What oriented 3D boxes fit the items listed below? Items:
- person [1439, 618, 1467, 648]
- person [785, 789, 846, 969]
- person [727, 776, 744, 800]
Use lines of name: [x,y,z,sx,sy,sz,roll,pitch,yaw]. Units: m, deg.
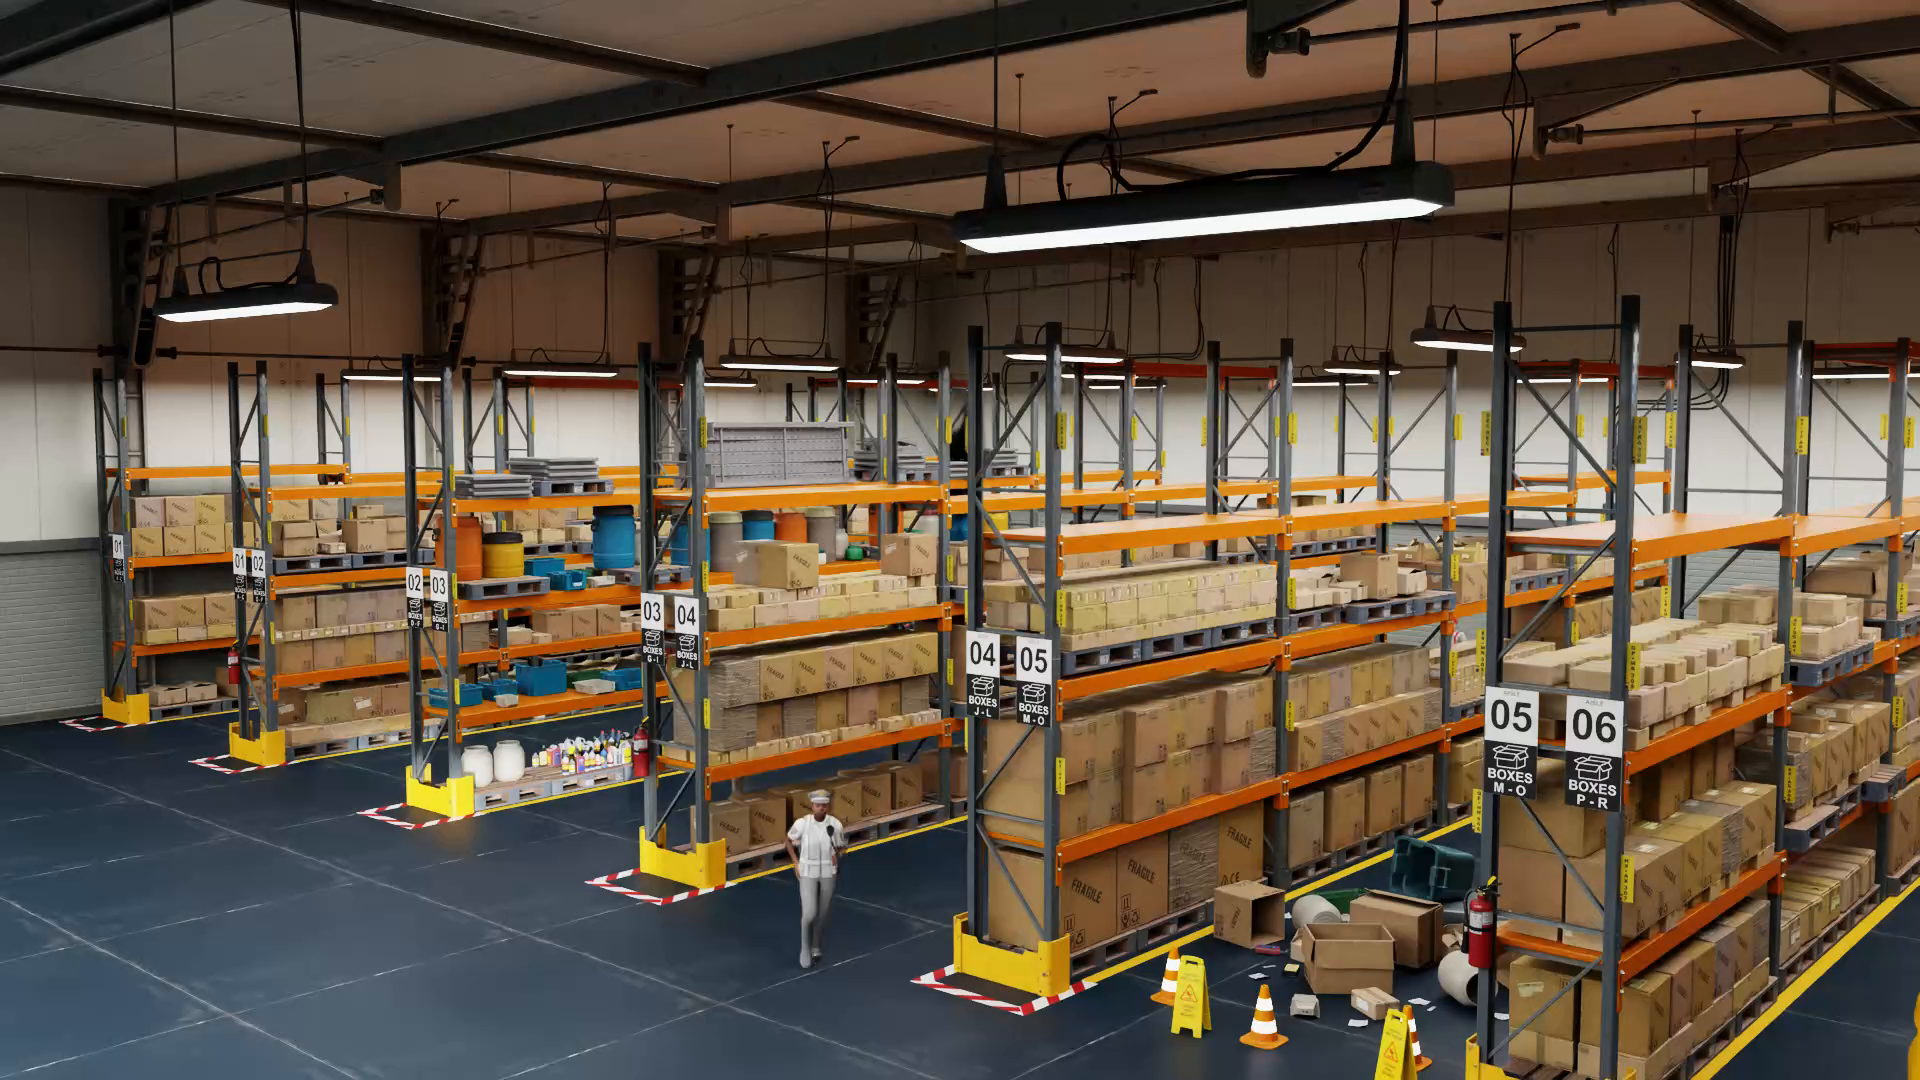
person: [8.465,2.163,28.691,0.830,1.772,0.694,-4,6,-43]
person: [-1.338,3.180,15.652,0.549,1.702,0.681,-1,4,-16]
person: [-3.076,2.710,22.364,0.648,1.655,0.747,2,4,20]
